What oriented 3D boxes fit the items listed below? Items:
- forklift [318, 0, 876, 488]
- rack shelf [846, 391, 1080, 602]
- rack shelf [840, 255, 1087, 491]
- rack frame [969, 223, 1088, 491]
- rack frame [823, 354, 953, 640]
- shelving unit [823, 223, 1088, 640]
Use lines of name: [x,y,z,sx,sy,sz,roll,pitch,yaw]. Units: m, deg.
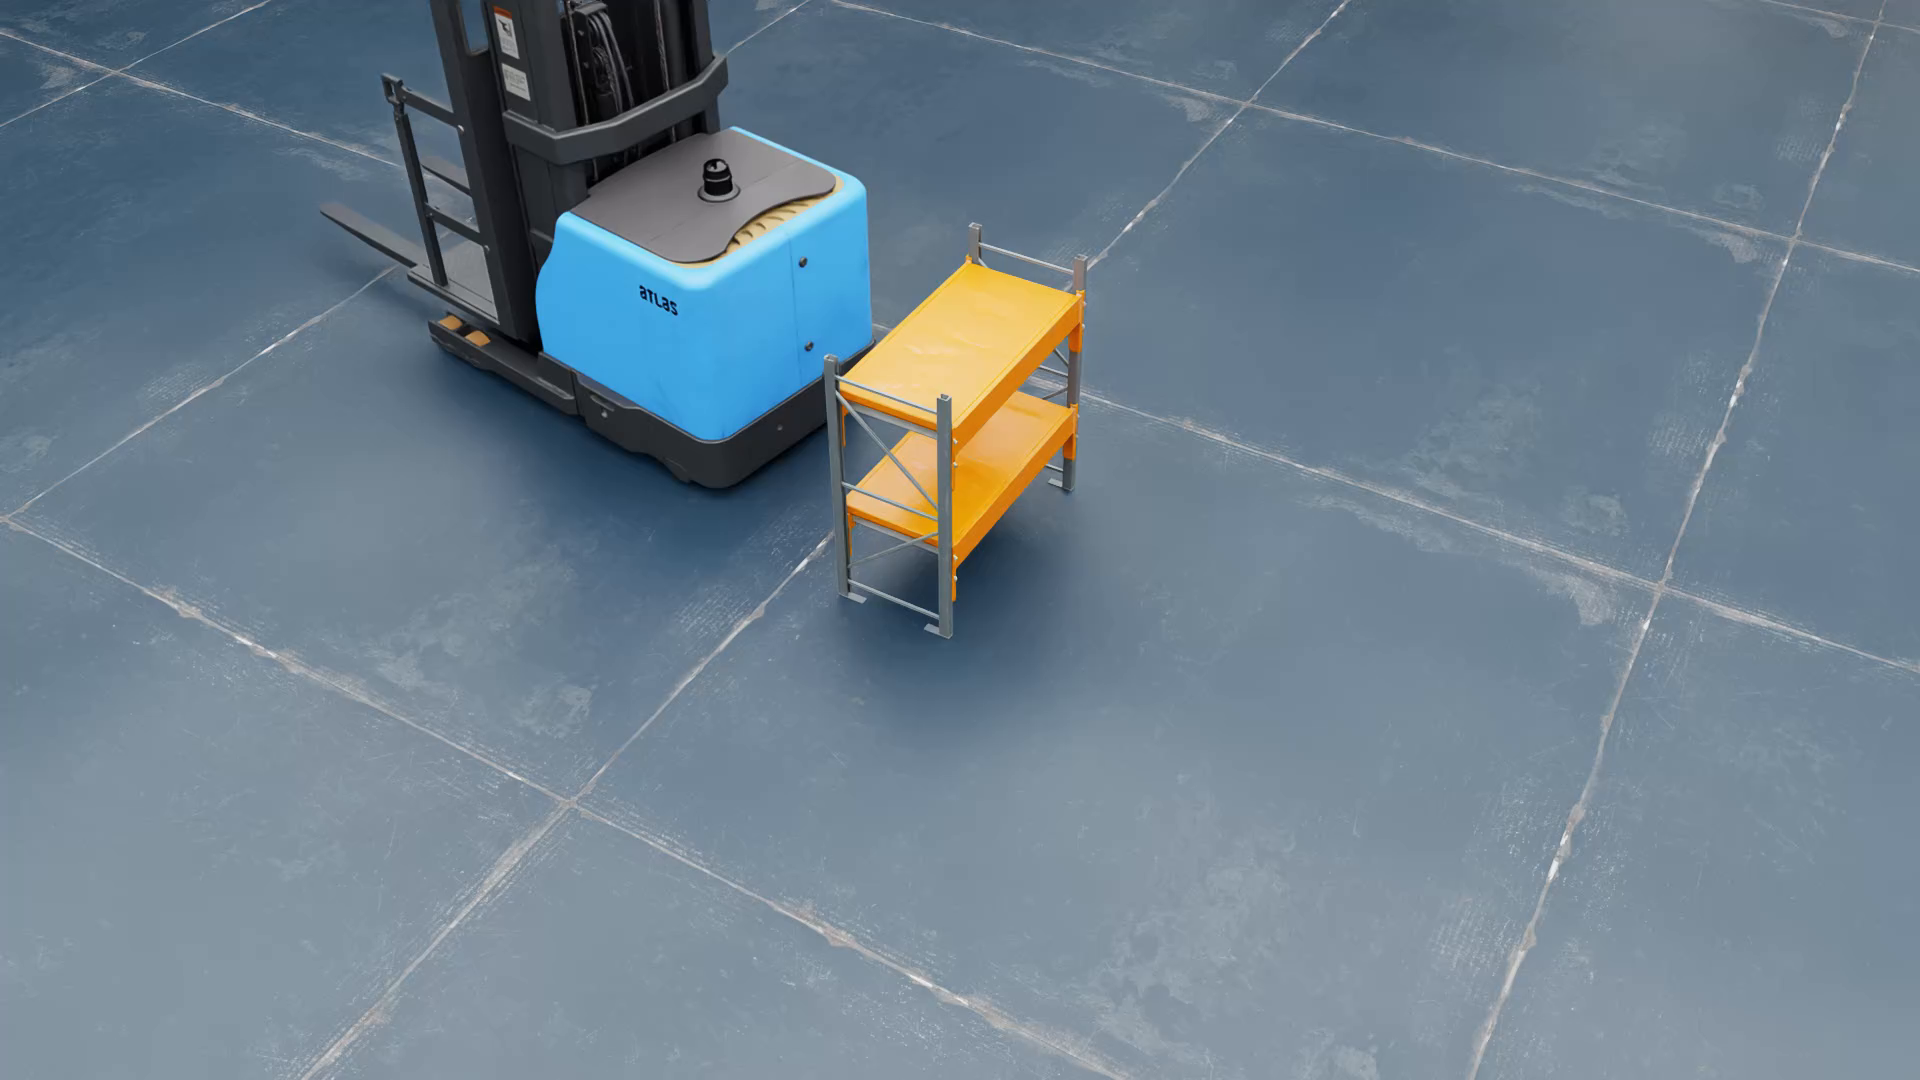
forklift: [-1.828,-2.133,6.955,3.031,2.935,1.130,29,49,28]
rack shelf: [0.003,-0.243,6.544,0.538,0.278,1.000,21,45,22]
rack shelf: [0.003,-0.646,6.189,0.538,0.278,1.000,21,45,22]
rack frame: [0.258,-0.717,6.713,0.500,1.125,0.032,21,45,22]
rack frame: [-0.251,-0.135,6.052,0.500,1.125,0.032,21,45,22]
shelving unit: [0.003,-0.426,6.383,0.538,1.125,1.048,21,45,22]
